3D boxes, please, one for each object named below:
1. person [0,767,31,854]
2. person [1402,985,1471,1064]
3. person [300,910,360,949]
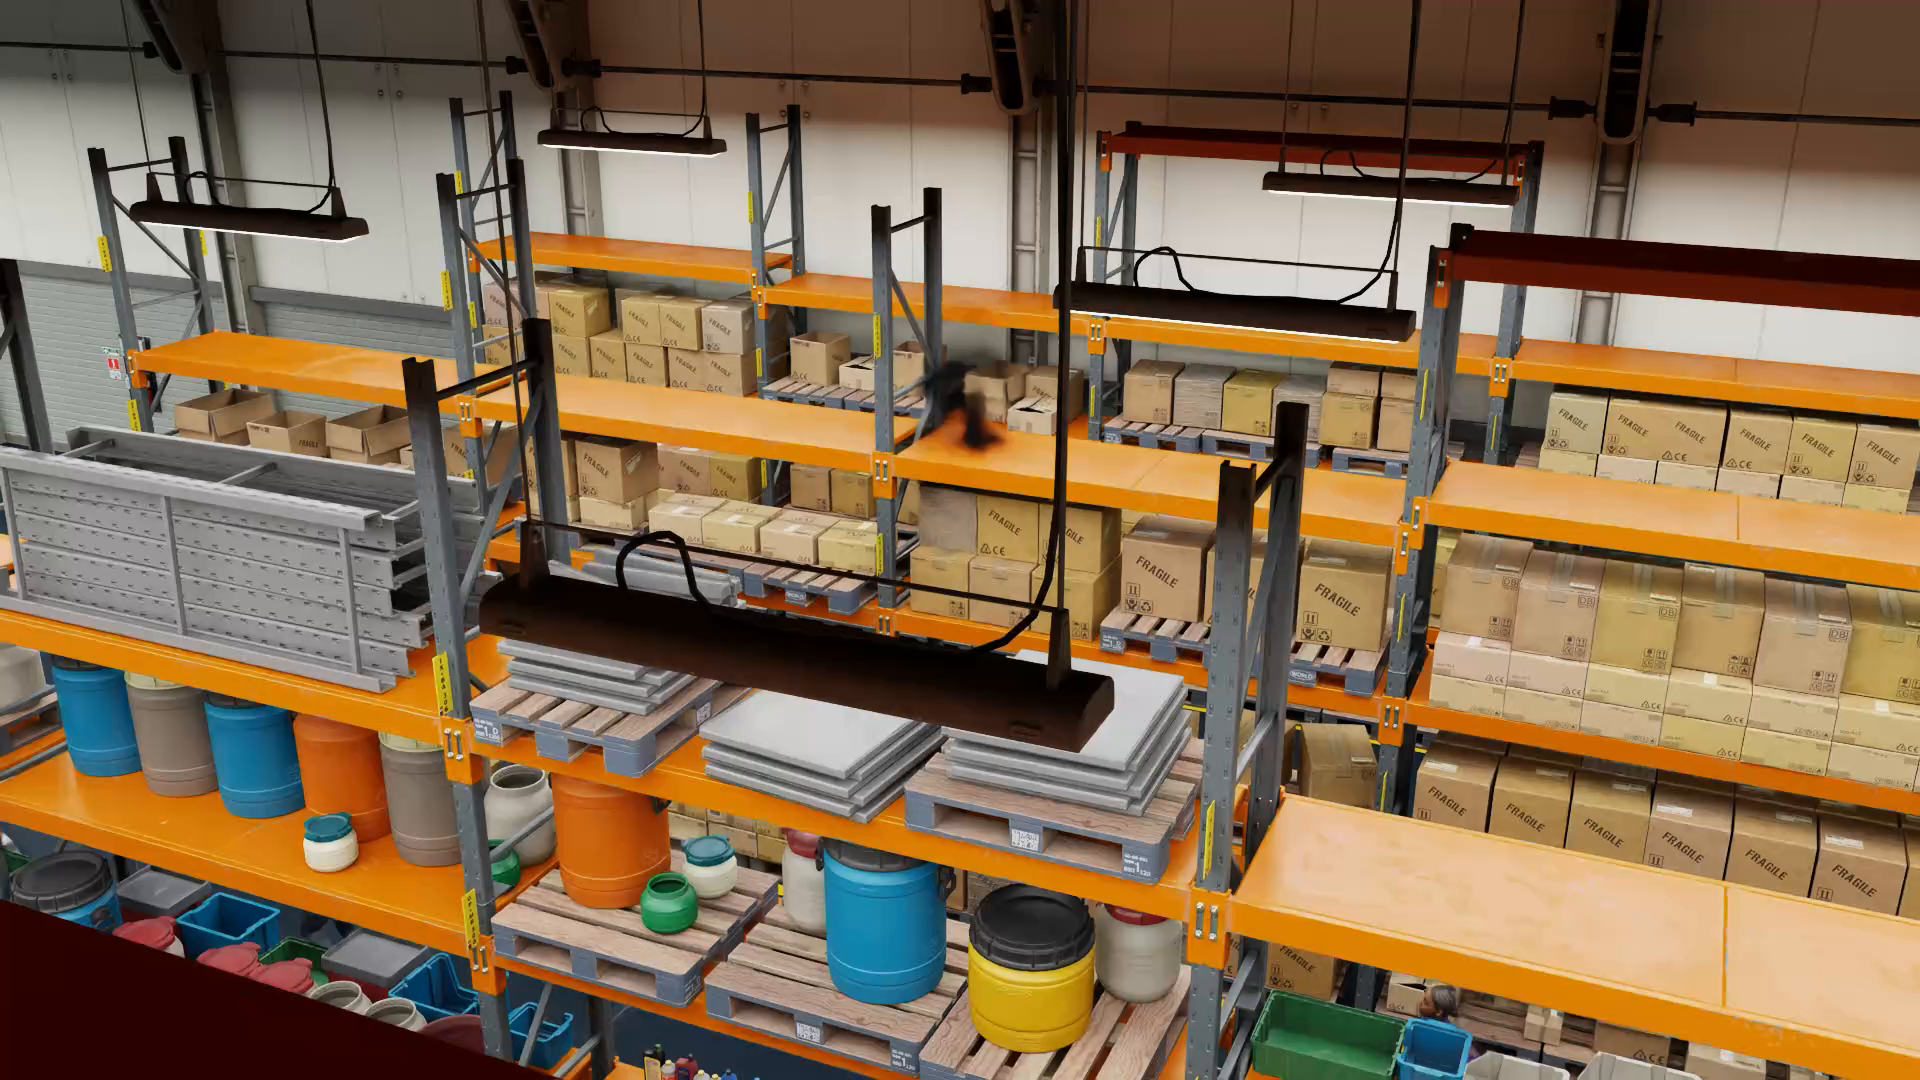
[{"bbox_3d":[-8.302,2.274,14.135,0.596,1.734,0.684,5,21,13],"label":"person"},{"bbox_3d":[3.024,3.586,10.739,0.923,1.657,0.579,4,21,10],"label":"person"},{"bbox_3d":[-4.895,2.748,12.906,0.684,1.781,0.734,10,23,25],"label":"person"}]
